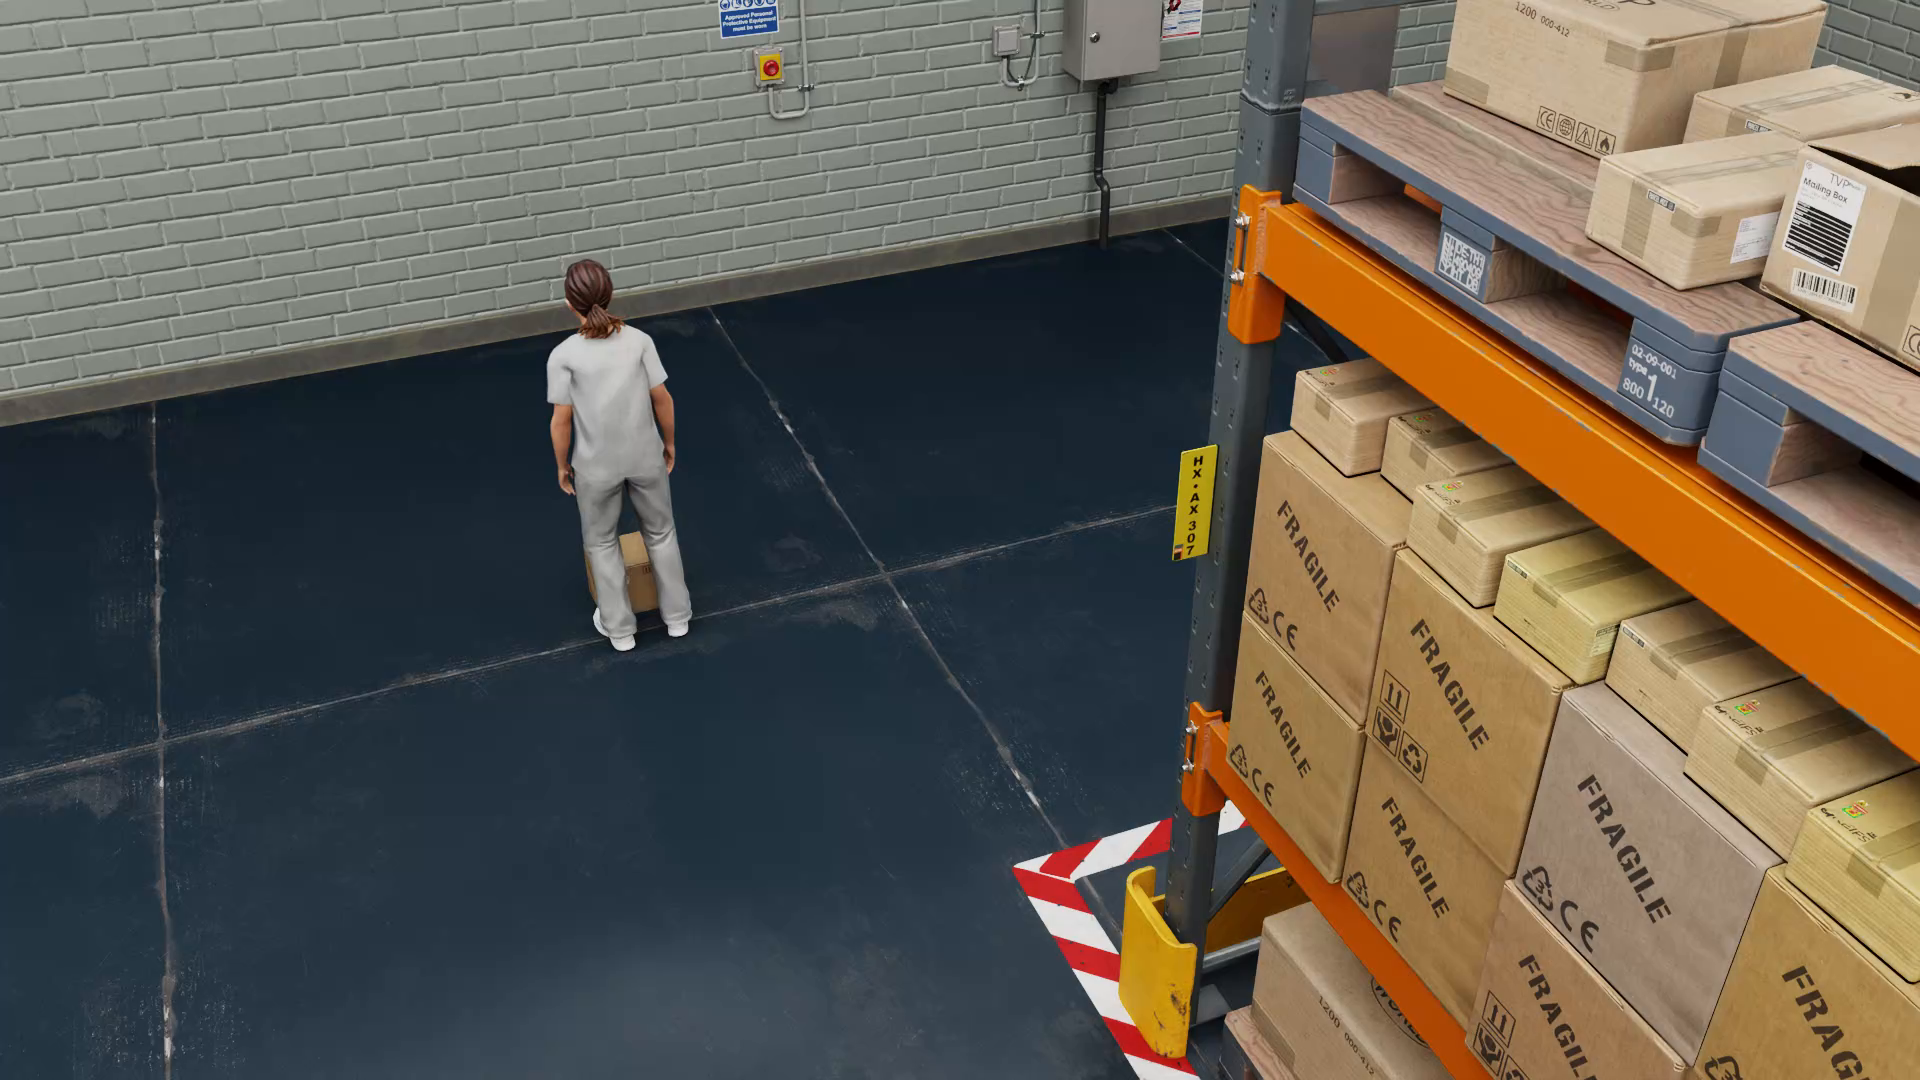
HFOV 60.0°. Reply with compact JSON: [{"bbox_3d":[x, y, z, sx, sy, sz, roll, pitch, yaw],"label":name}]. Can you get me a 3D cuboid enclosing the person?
[{"bbox_3d":[-1.360,-0.313,6.614,0.492,1.673,0.353,-13,36,-19],"label":"person"}]
